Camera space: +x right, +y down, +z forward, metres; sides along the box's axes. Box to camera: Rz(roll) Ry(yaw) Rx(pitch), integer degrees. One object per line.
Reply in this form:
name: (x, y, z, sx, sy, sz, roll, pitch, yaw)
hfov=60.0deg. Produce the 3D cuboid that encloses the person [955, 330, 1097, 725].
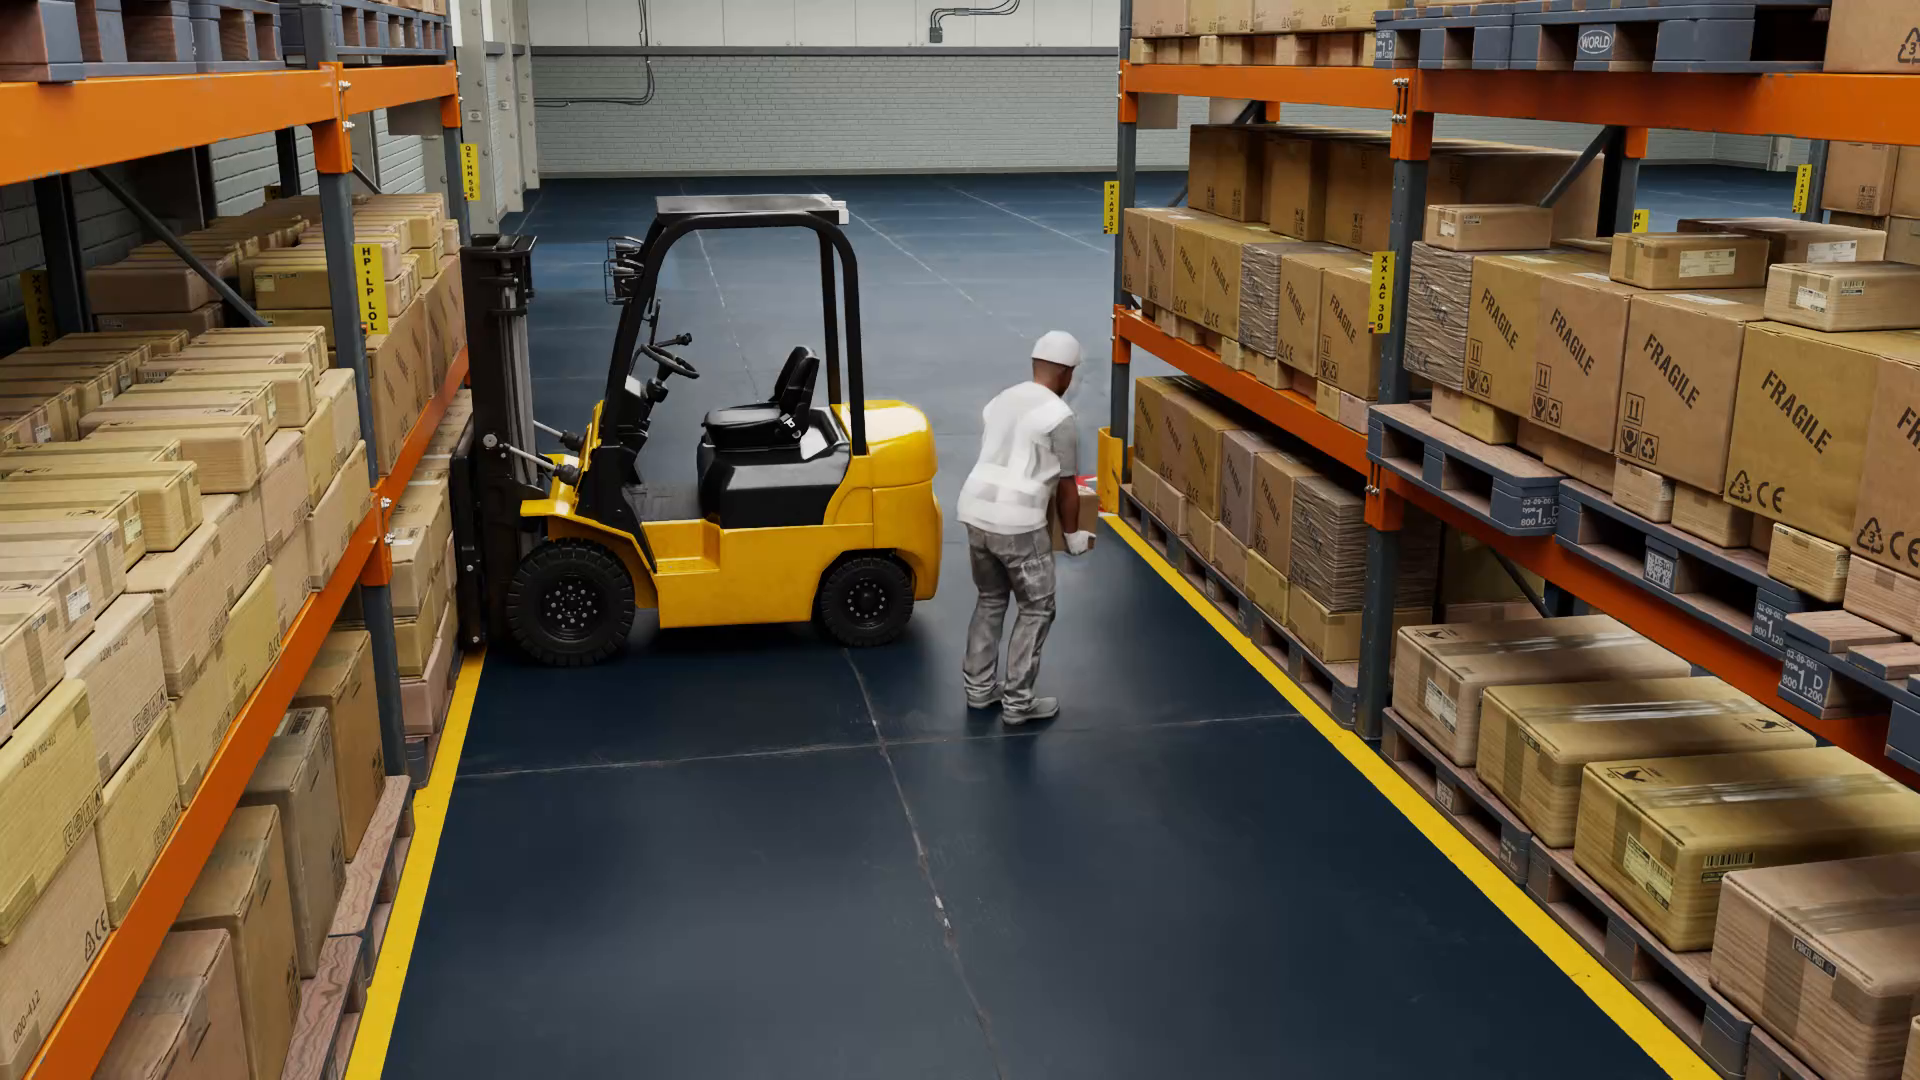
person: (0.295, -0.068, 7.386, 0.657, 1.697, 0.481, -14, 21, -39)
